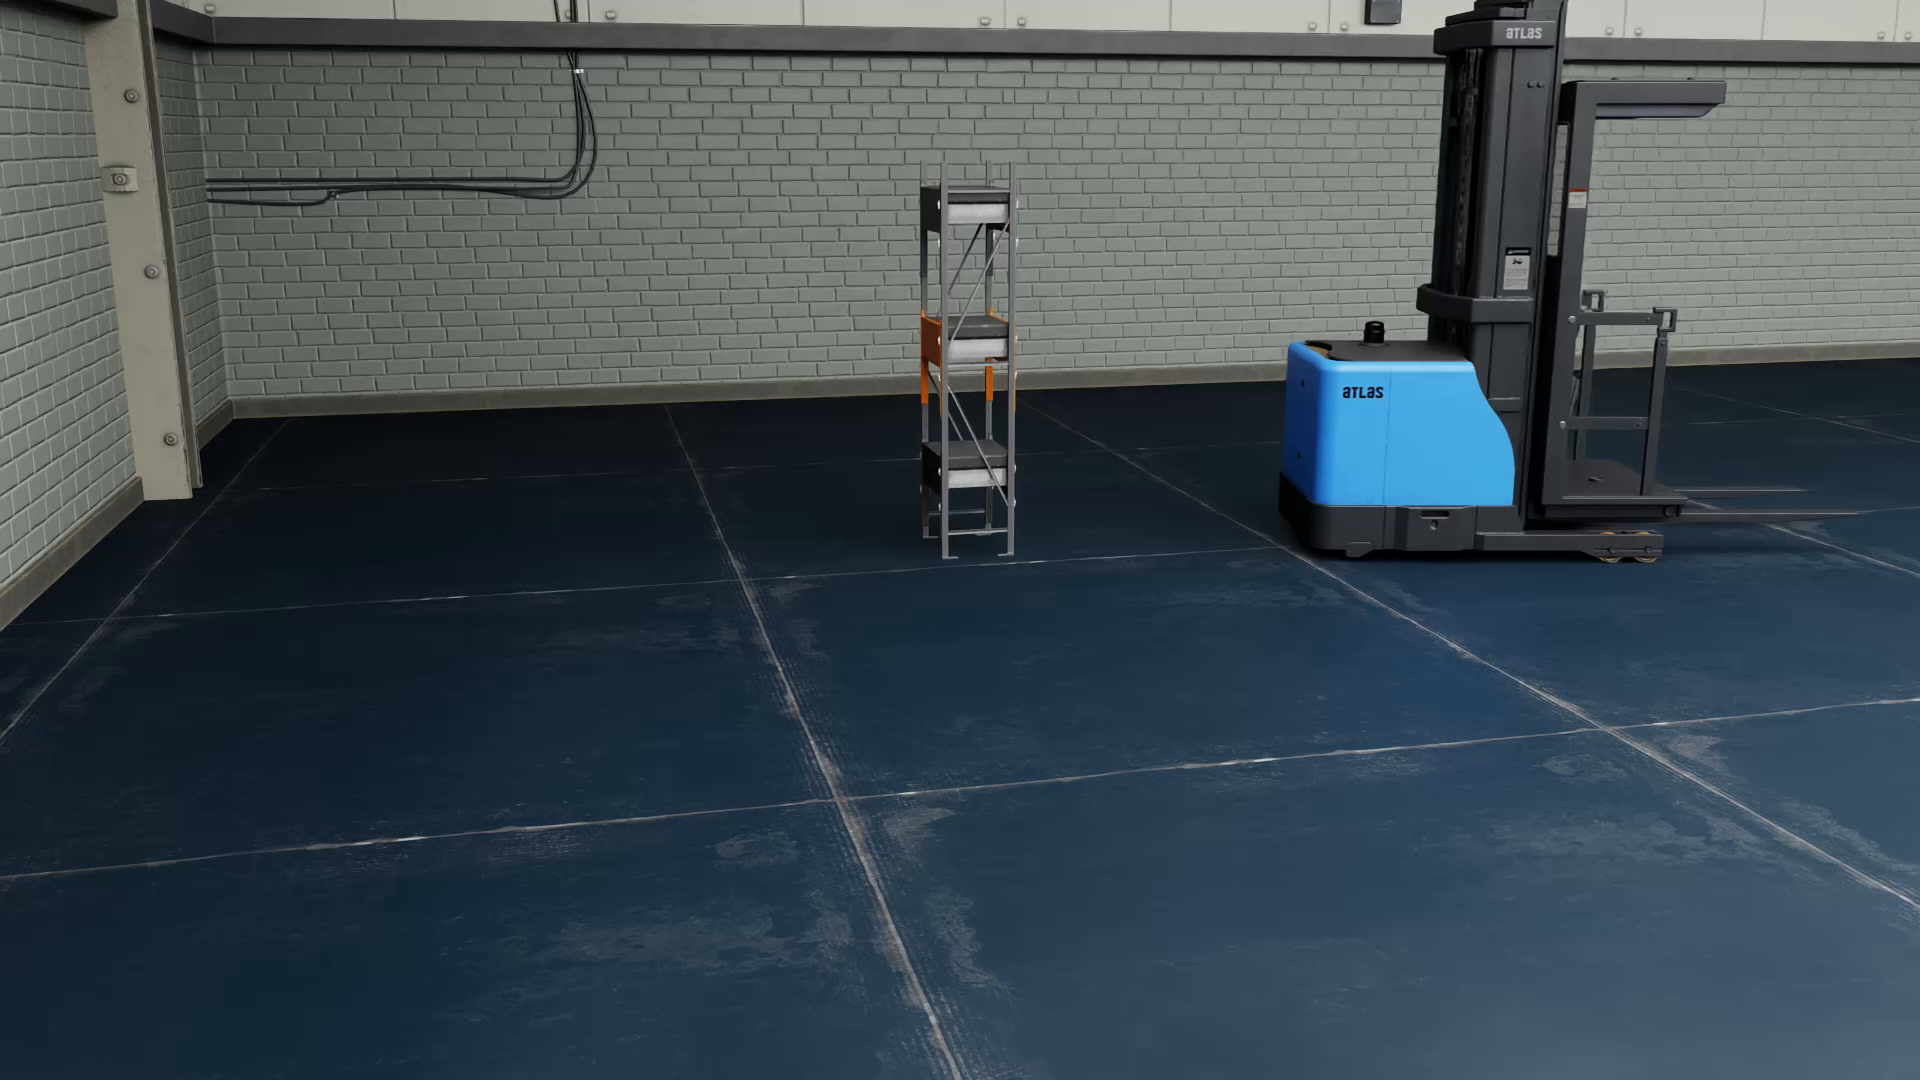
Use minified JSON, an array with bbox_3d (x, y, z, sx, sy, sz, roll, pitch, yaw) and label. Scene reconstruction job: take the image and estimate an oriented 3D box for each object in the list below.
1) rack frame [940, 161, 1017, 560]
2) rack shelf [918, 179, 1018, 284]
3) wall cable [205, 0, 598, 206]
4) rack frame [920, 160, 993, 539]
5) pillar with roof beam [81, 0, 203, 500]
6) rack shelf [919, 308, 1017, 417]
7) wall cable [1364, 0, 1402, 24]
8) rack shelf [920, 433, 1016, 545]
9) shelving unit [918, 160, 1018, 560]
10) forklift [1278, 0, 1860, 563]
[{"bbox_3d":[0.096,-0.926,8.791,0.400,2.100,0.015,-3,14,-13],"label":"rack frame"},{"bbox_3d":[0.039,-1.649,8.859,0.431,0.518,0.480,-3,14,-13],"label":"rack shelf"},{"bbox_3d":[-4.463,-3.917,13.043,3.097,2.526,0.112,-3,14,-13],"label":"wall cable"},{"bbox_3d":[-0.018,-1.038,9.252,0.400,2.100,0.015,-3,14,-13],"label":"rack frame"},{"bbox_3d":[-0.872,-4.912,10.573,9.100,9.000,0.400,-3,14,-13],"label":"pillar with roof beam"},{"bbox_3d":[0.039,-0.969,9.025,0.431,0.518,0.480,-3,14,-13],"label":"rack shelf"},{"bbox_3d":[4.769,-7.603,14.422,2.305,6.003,0.169,-3,14,-13],"label":"wall cable"},{"bbox_3d":[0.039,-0.289,9.191,0.431,0.518,0.480,-3,14,-13],"label":"rack shelf"},{"bbox_3d":[0.039,-0.982,9.022,0.431,2.100,0.503,-3,14,-13],"label":"shelving unit"},{"bbox_3d":[3.397,-1.427,9.094,3.031,2.935,1.130,0,14,0],"label":"forklift"}]
